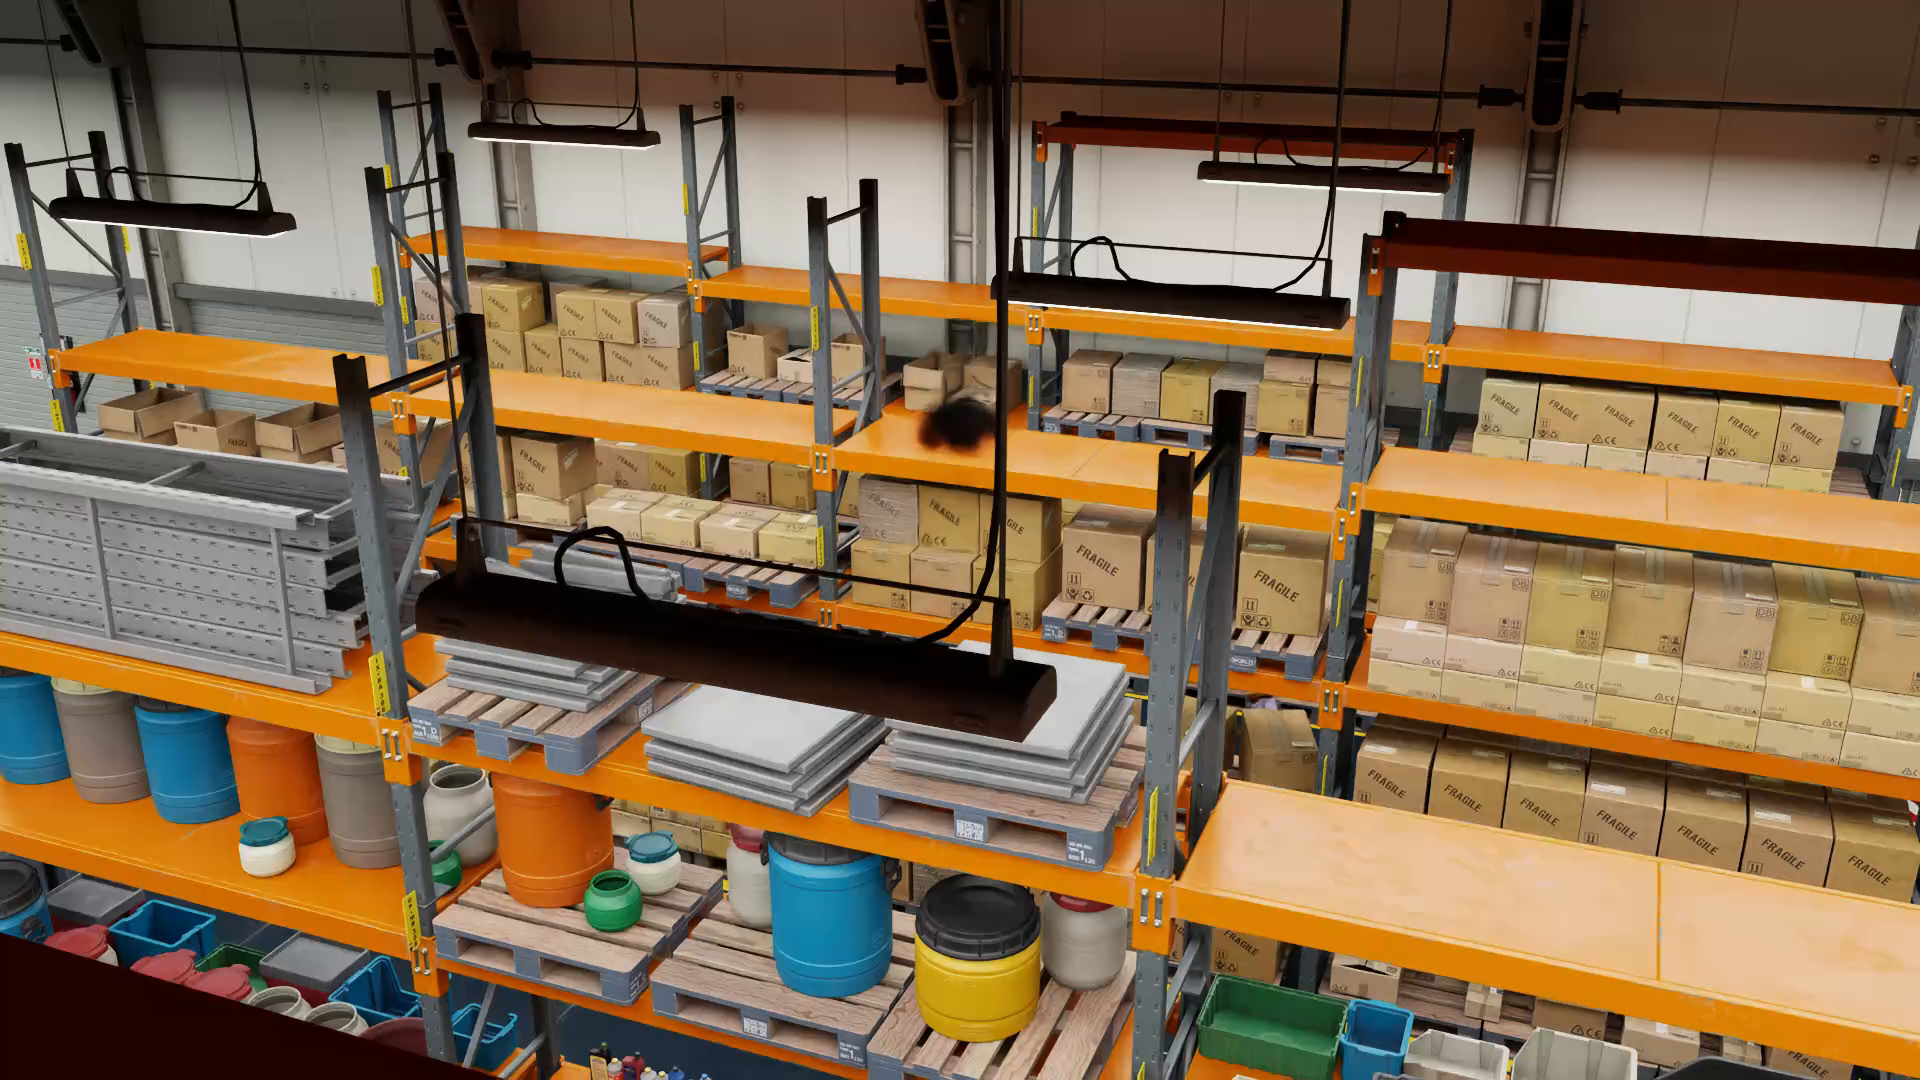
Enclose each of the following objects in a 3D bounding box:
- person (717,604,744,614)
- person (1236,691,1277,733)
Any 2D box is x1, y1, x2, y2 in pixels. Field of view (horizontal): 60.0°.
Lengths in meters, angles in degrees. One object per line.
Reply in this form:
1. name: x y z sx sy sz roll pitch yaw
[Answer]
1. person: -2.206 1.290 16.542 0.664 1.765 0.551 -11 23 -26
2. person: 2.791 1.971 15.054 0.829 1.542 0.609 5 21 13
